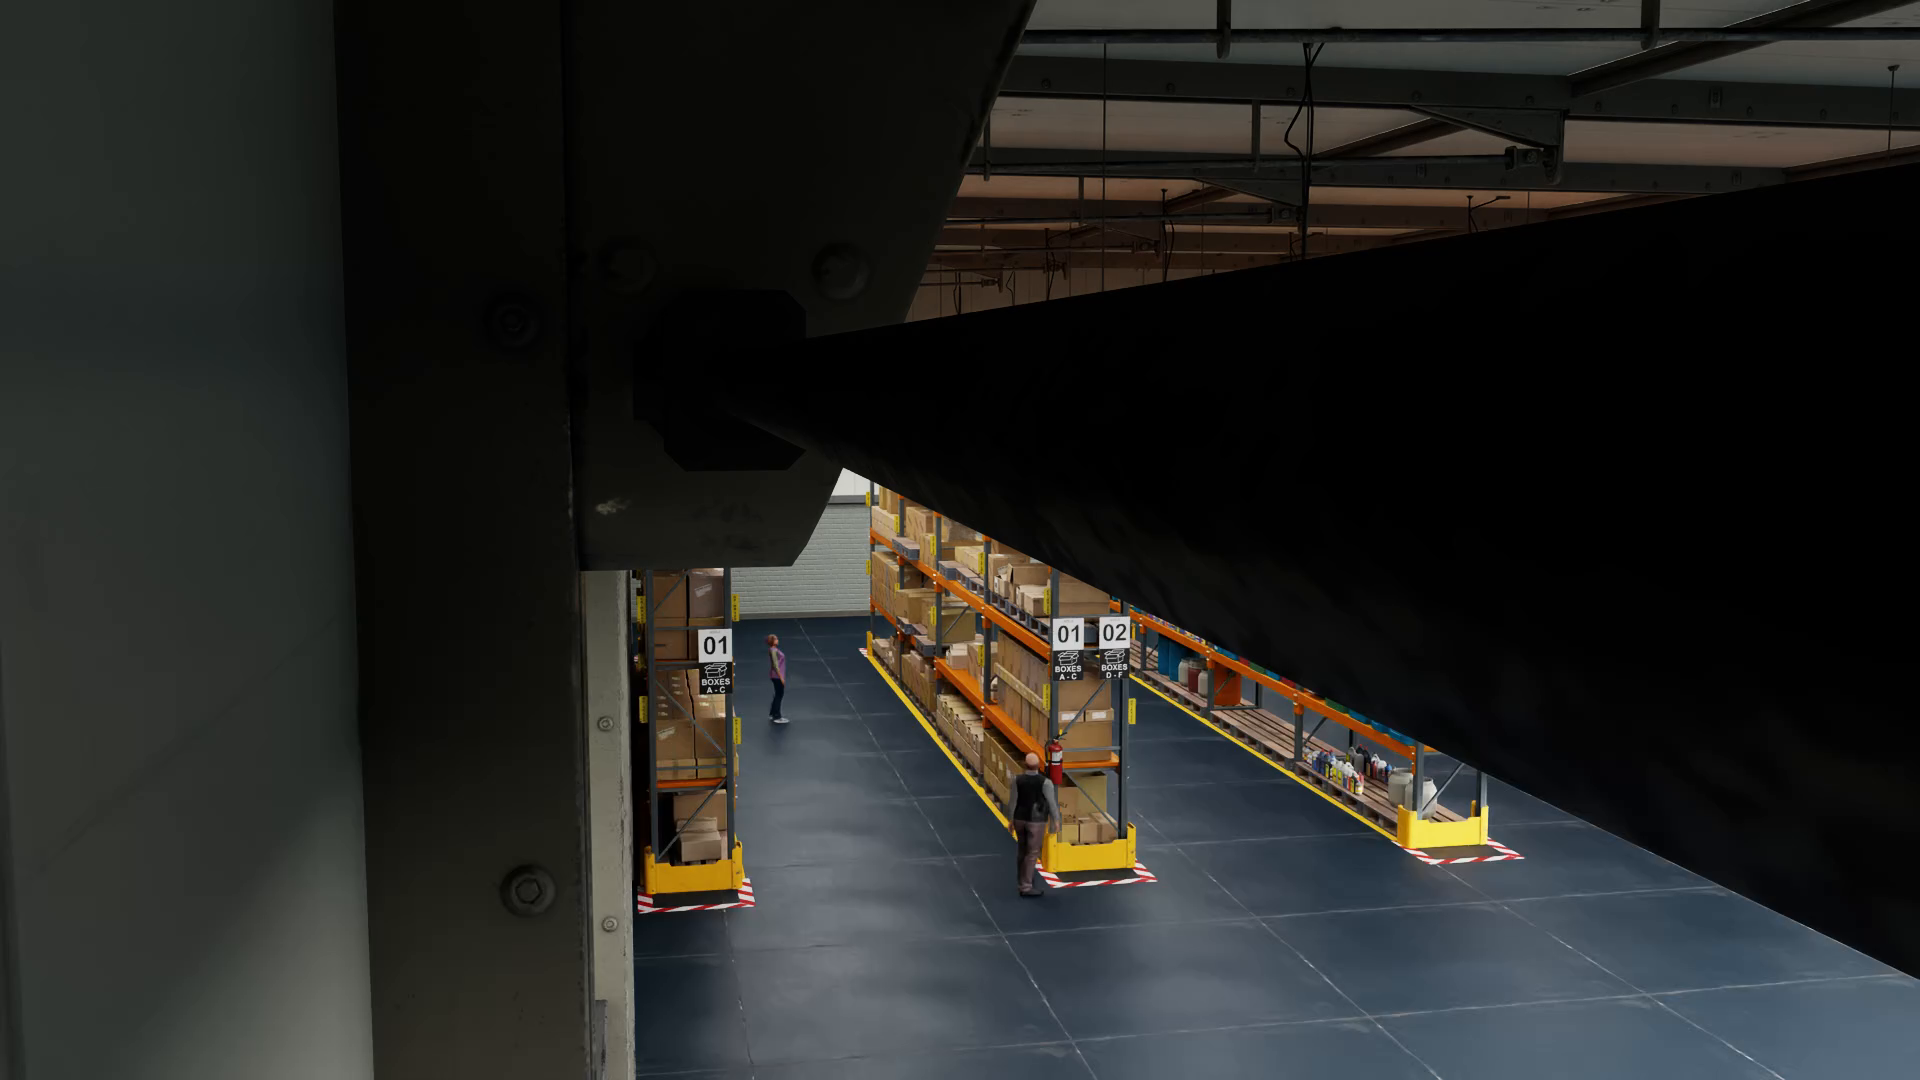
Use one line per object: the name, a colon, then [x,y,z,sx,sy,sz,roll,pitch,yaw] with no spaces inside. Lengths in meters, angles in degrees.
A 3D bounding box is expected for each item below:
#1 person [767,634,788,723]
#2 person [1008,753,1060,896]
person: [-3.222,2.475,29.508,0.362,1.612,0.479,-2,6,-14]
person: [0.891,3.394,20.040,0.607,1.710,0.581,5,8,40]
